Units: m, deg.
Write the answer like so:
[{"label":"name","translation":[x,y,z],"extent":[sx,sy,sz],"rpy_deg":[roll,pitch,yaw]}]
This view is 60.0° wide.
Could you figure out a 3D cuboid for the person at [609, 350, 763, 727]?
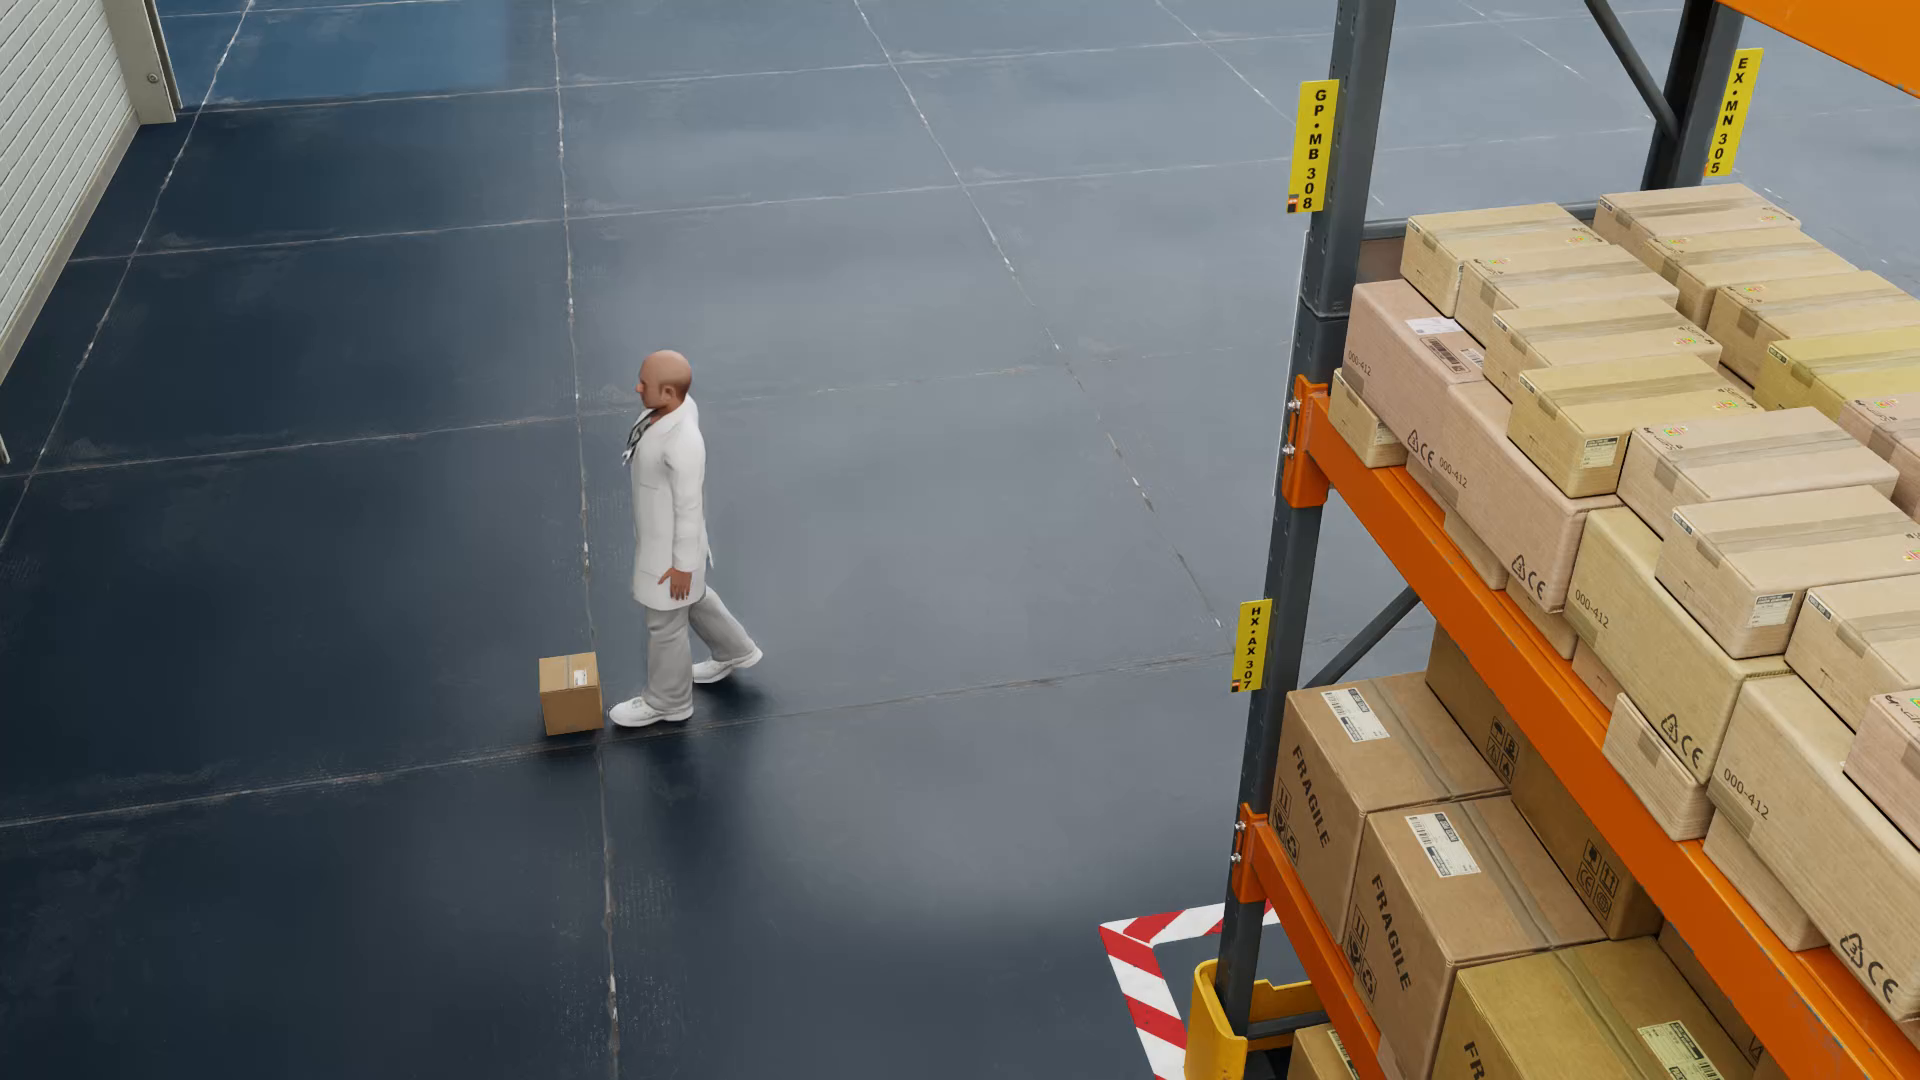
[{"label":"person","translation":[-1.247,-0.007,7.163],"extent":[0.722,1.790,0.617],"rpy_deg":[-7,35,-10]}]
